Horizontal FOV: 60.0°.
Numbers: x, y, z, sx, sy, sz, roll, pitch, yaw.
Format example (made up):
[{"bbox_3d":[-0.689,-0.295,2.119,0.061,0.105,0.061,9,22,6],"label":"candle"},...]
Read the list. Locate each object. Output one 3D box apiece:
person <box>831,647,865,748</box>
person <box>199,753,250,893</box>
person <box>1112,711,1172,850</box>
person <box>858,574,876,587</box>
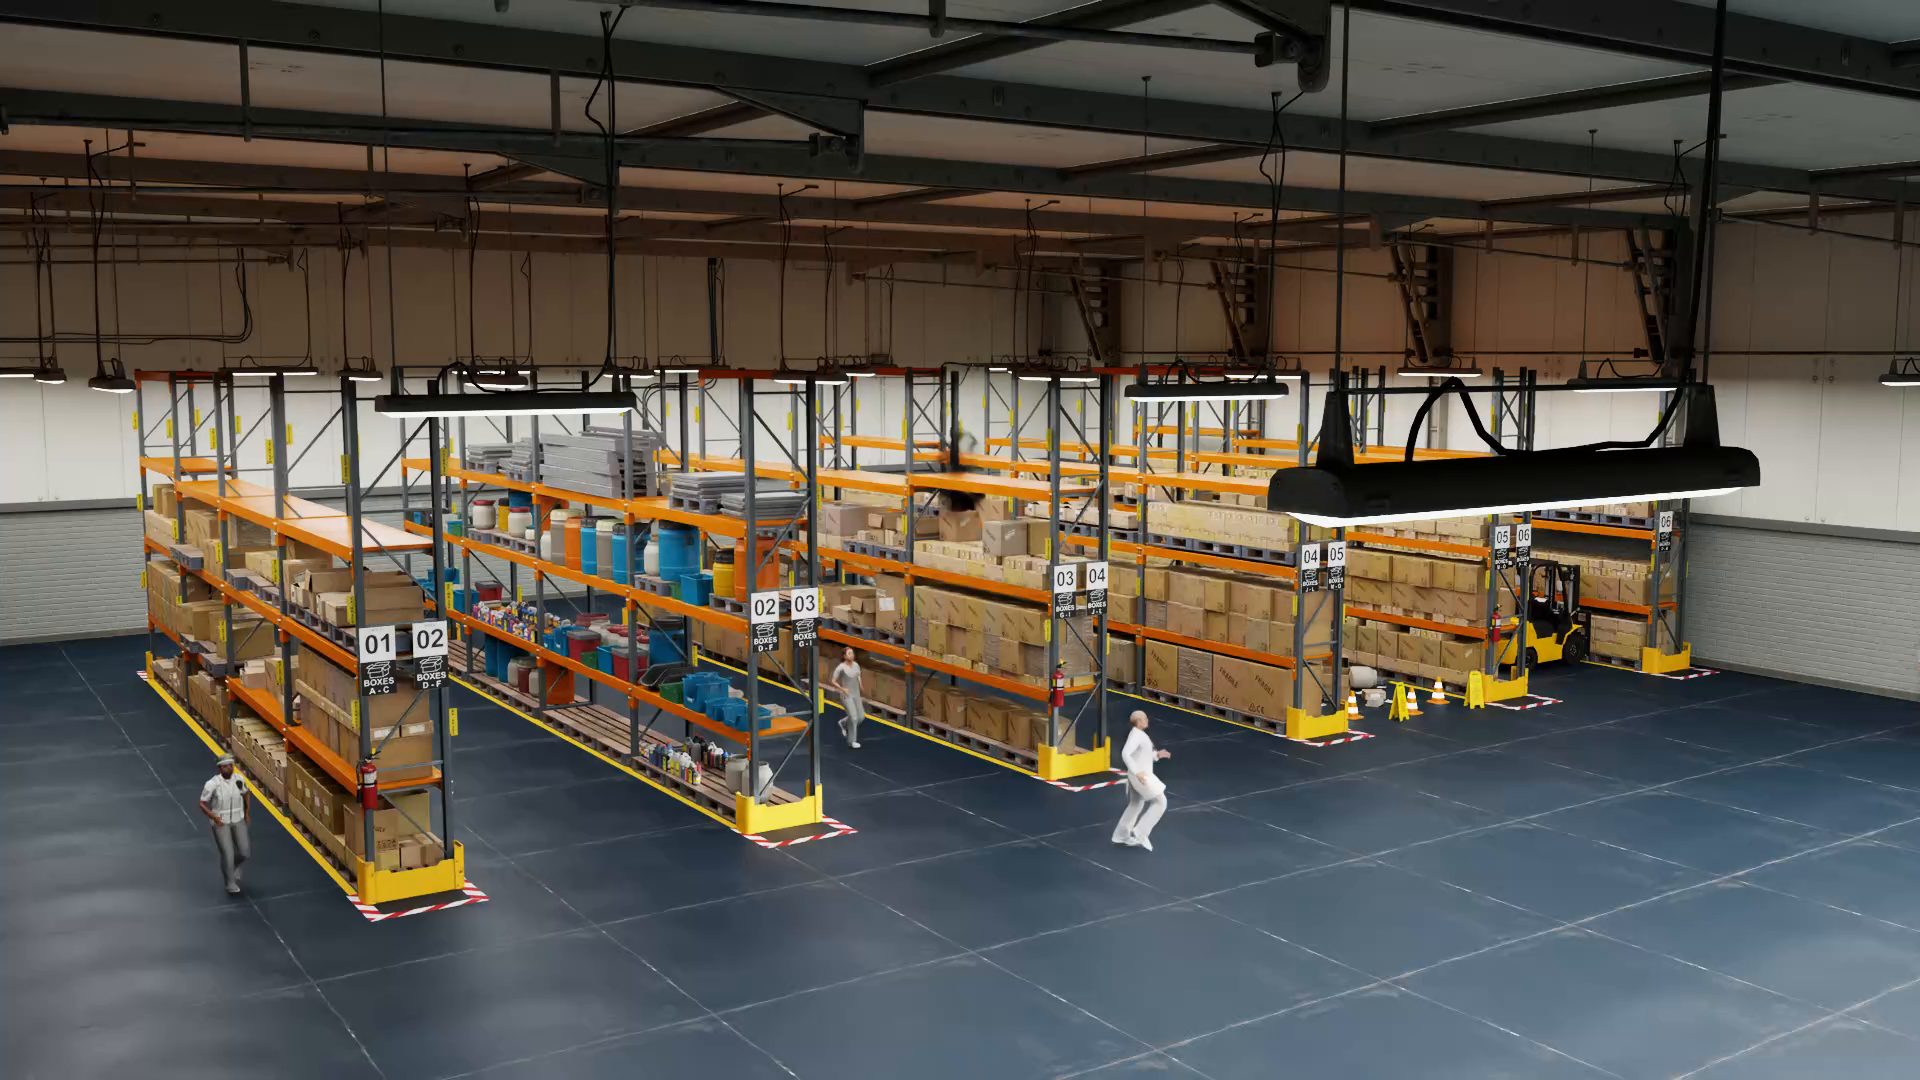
[{"bbox_3d":[-1.807,2.509,26.740,0.564,1.620,0.625,-5,8,-40],"label":"person"},{"bbox_3d":[-8.605,3.307,19.531,0.594,1.662,0.556,-6,8,-41],"label":"person"},{"bbox_3d":[2.328,3.061,21.235,0.762,1.787,0.680,-1,6,-5],"label":"person"},{"bbox_3d":[-2.466,0.653,42.609,0.853,1.828,0.635,-4,7,-30],"label":"person"}]
